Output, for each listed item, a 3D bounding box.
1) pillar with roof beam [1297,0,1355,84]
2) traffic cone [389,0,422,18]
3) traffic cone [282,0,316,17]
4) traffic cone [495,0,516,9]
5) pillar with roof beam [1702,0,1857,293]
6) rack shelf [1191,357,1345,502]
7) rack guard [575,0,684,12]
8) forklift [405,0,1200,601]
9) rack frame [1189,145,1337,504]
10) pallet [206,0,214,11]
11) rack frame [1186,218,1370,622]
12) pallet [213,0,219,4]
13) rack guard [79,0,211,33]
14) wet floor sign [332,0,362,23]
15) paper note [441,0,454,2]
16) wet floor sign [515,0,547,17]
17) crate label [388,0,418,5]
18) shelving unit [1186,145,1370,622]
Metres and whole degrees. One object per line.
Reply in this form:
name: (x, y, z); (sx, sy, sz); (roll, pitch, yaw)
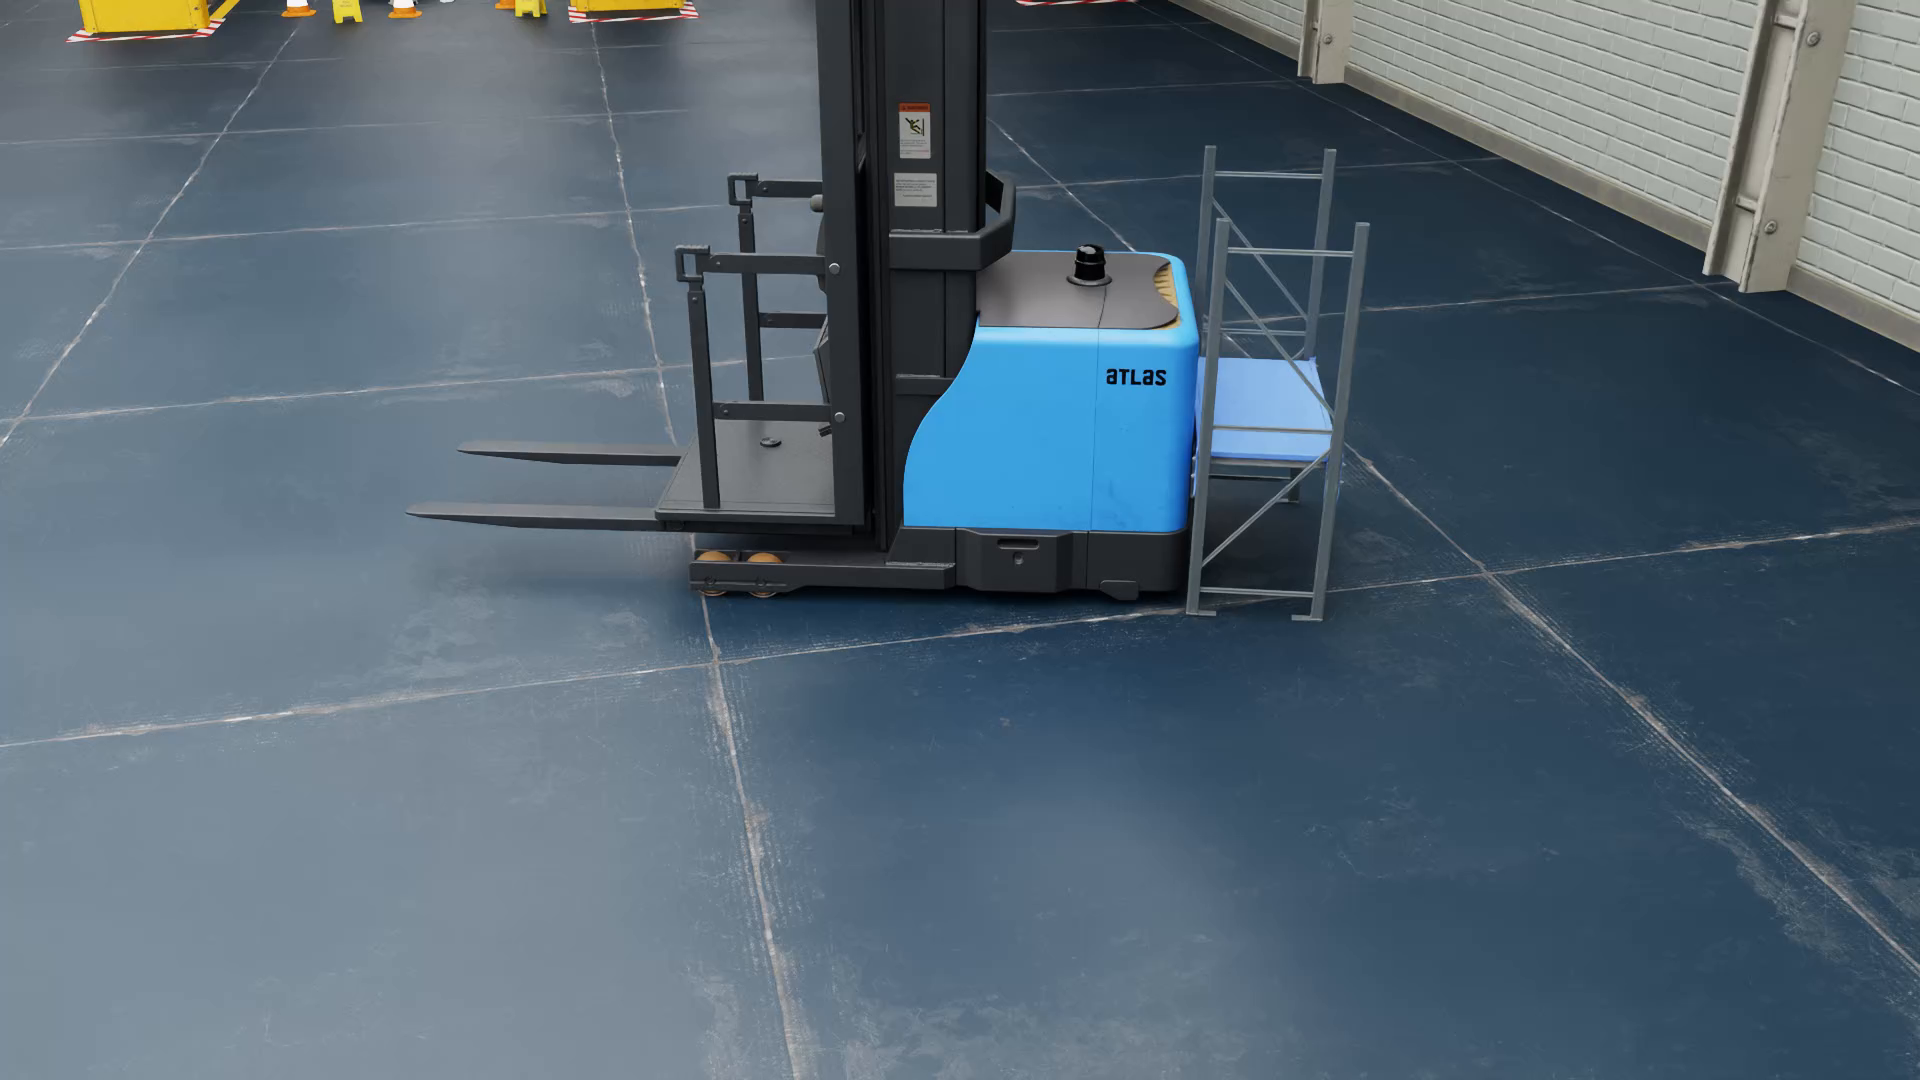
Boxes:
pillar with roof beam: (-0.934, -7.737, 12.091); (9.100, 9.000, 0.400); (-6, 27, -12)
traffic cone: (-6.006, -5.890, 17.906); (0.336, 0.463, 0.334); (-6, 27, -12)
traffic cone: (-7.184, -5.924, 17.974); (0.336, 0.463, 0.334); (-6, 27, -12)
traffic cone: (-5.002, -6.152, 18.425); (0.336, 0.463, 0.334); (-6, 27, -12)
pillar with roof beam: (0.419, -5.103, 6.873); (9.100, 9.000, 0.400); (-6, 27, -12)
rack shelf: (1.143, -0.452, 6.376); (0.538, 0.185, 1.000); (3, 27, 5)
rack guard: (-3.665, -6.144, 18.368); (1.175, 0.500, 0.348); (-6, 27, -12)
forklift: (-0.629, -1.326, 6.124); (3.031, 2.935, 1.130); (2, 27, 3)
rack frame: (1.192, -0.840, 6.746); (0.500, 1.500, 0.032); (3, 27, 5)
pallet: (-8.704, -5.778, 17.963); (1.003, 0.211, 1.213); (-6, 27, -12)
rack frame: (1.097, -0.384, 5.843); (0.500, 1.500, 0.032); (3, 27, 5)
pallet: (-8.976, -6.312, 19.022); (1.003, 0.211, 1.213); (-6, 27, -12)
rack guard: (-8.442, -5.553, 17.197); (1.175, 0.500, 0.348); (-6, 27, -12)
wet floor sign: (-6.512, -5.817, 17.559); (0.267, 0.644, 0.232); (-11, 29, -20)
paper note: (-5.800, -6.114, 18.830); (0.148, 0.019, 0.142); (-16, 31, -29)
wet floor sign: (-4.647, -5.984, 17.889); (0.267, 0.644, 0.232); (3, 27, 6)
crate label: (-6.244, -6.083, 18.651); (0.250, 0.136, 0.298); (-23, 35, -38)
shelving unit: (1.145, -0.612, 6.294); (0.538, 1.500, 1.048); (3, 27, 5)
